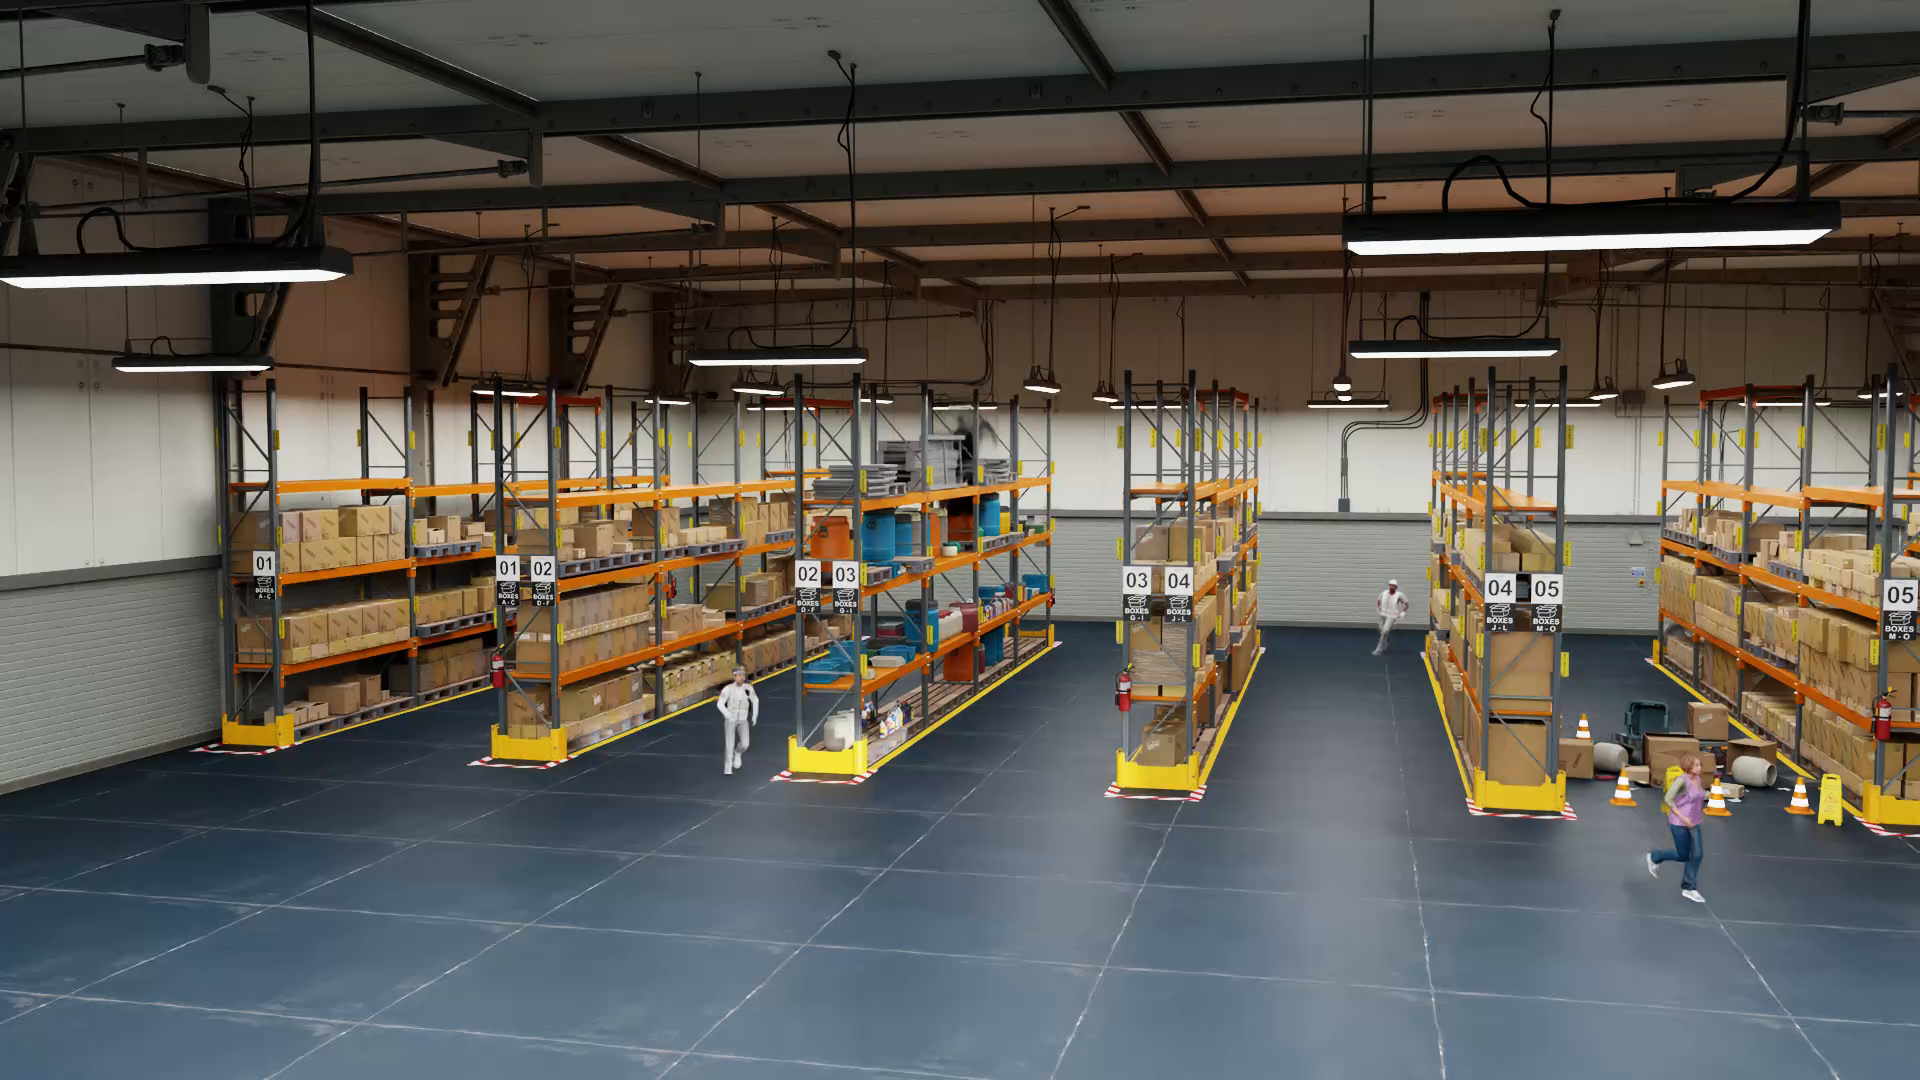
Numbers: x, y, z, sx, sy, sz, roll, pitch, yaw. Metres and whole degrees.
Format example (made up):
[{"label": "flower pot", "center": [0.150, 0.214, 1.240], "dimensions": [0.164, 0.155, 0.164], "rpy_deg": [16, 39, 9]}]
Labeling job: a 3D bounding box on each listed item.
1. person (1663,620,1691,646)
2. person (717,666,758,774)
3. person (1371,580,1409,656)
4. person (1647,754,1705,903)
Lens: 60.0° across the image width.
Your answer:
[{"label": "person", "center": [16.609, 1.858, 38.440], "dimensions": [0.838, 1.751, 0.801], "rpy_deg": [2, 4, 32]}, {"label": "person", "center": [-3.301, 2.691, 24.873], "dimensions": [0.658, 1.628, 0.511], "rpy_deg": [-1, 4, -20]}, {"label": "person", "center": [9.990, 1.790, 38.688], "dimensions": [0.743, 1.747, 0.984], "rpy_deg": [3, 5, 43]}, {"label": "person", "center": [7.937, 3.132, 18.321], "dimensions": [0.566, 1.581, 0.733], "rpy_deg": [-2, 4, -33]}]
